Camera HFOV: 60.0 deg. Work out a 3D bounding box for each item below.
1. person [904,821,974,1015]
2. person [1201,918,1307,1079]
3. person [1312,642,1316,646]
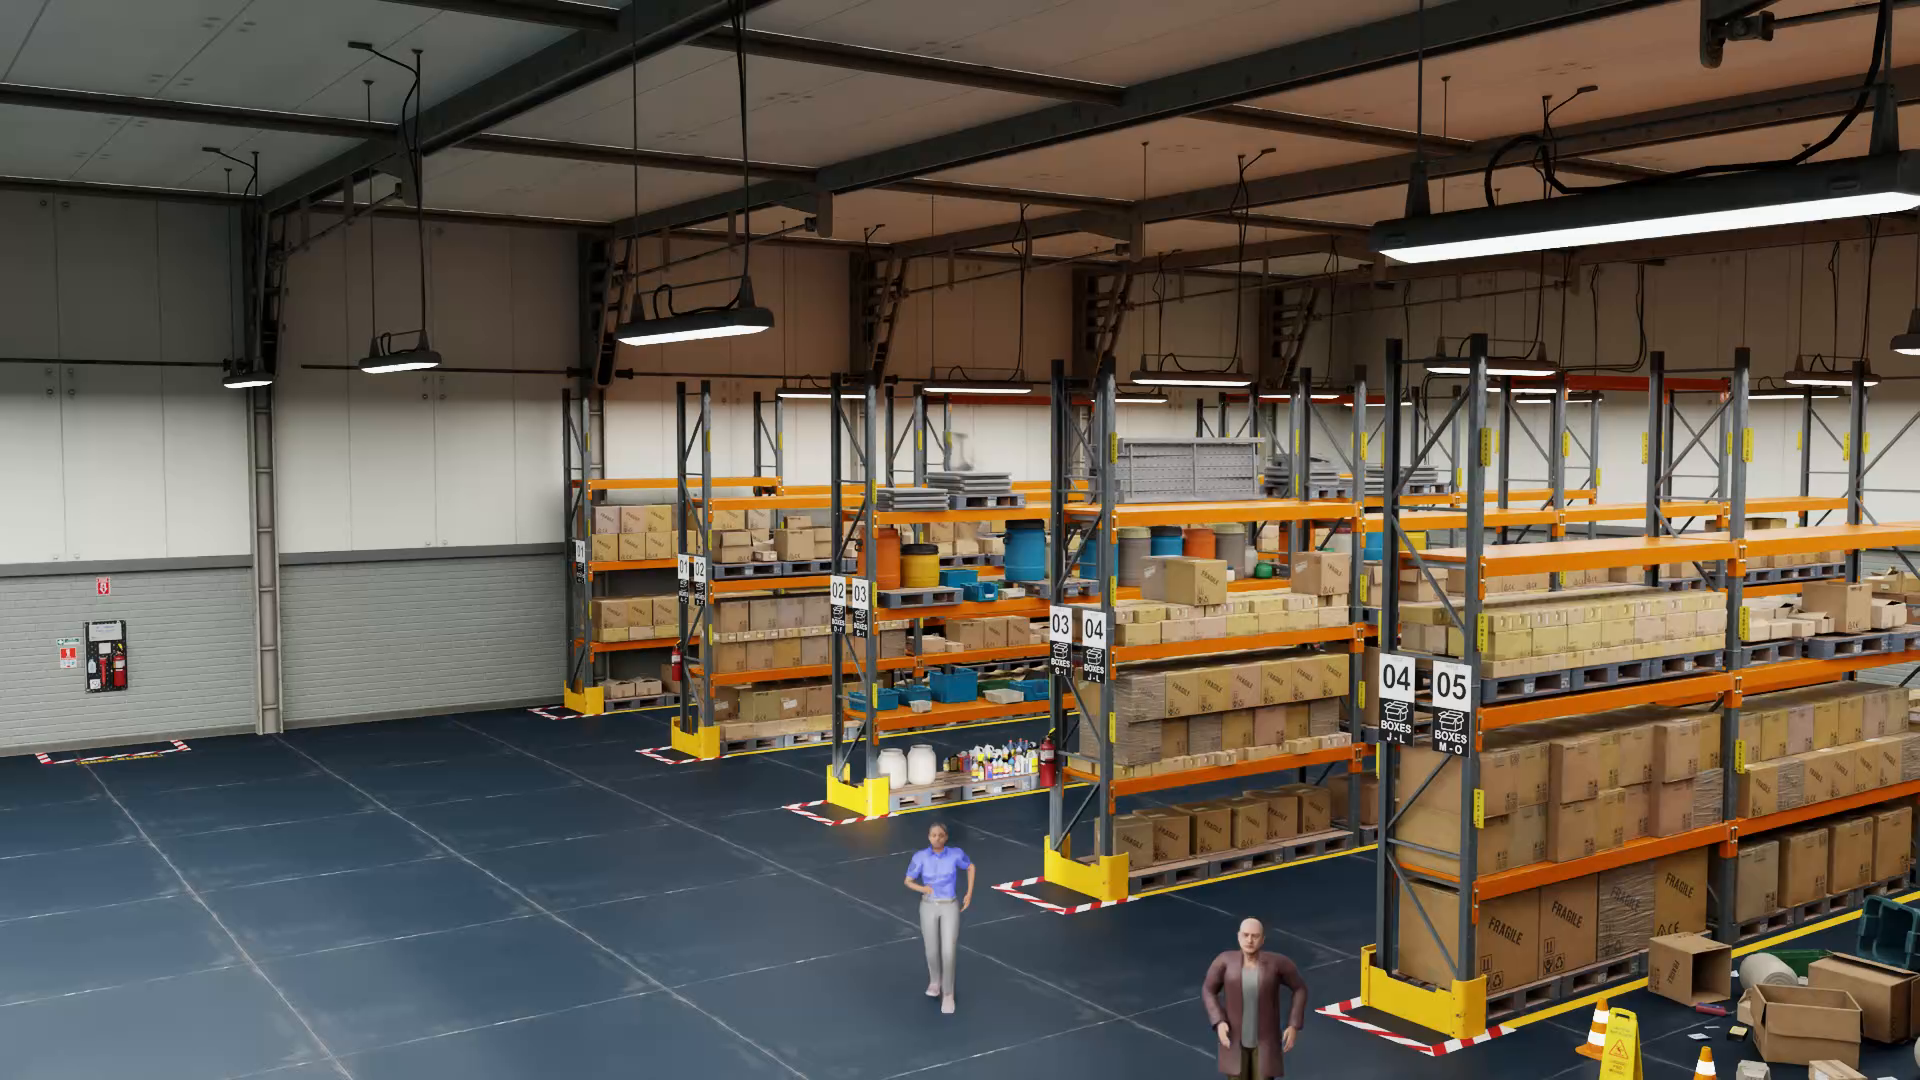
[{"bbox_3d":[-0.189,3.432,14.976,0.625,1.613,0.683,0,4,2],"label":"person"},{"bbox_3d":[2.077,3.543,11.809,0.746,1.737,0.595,1,4,14],"label":"person"},{"bbox_3d":[6.414,2.289,31.543,0.701,1.725,0.616,4,5,44],"label":"person"}]
